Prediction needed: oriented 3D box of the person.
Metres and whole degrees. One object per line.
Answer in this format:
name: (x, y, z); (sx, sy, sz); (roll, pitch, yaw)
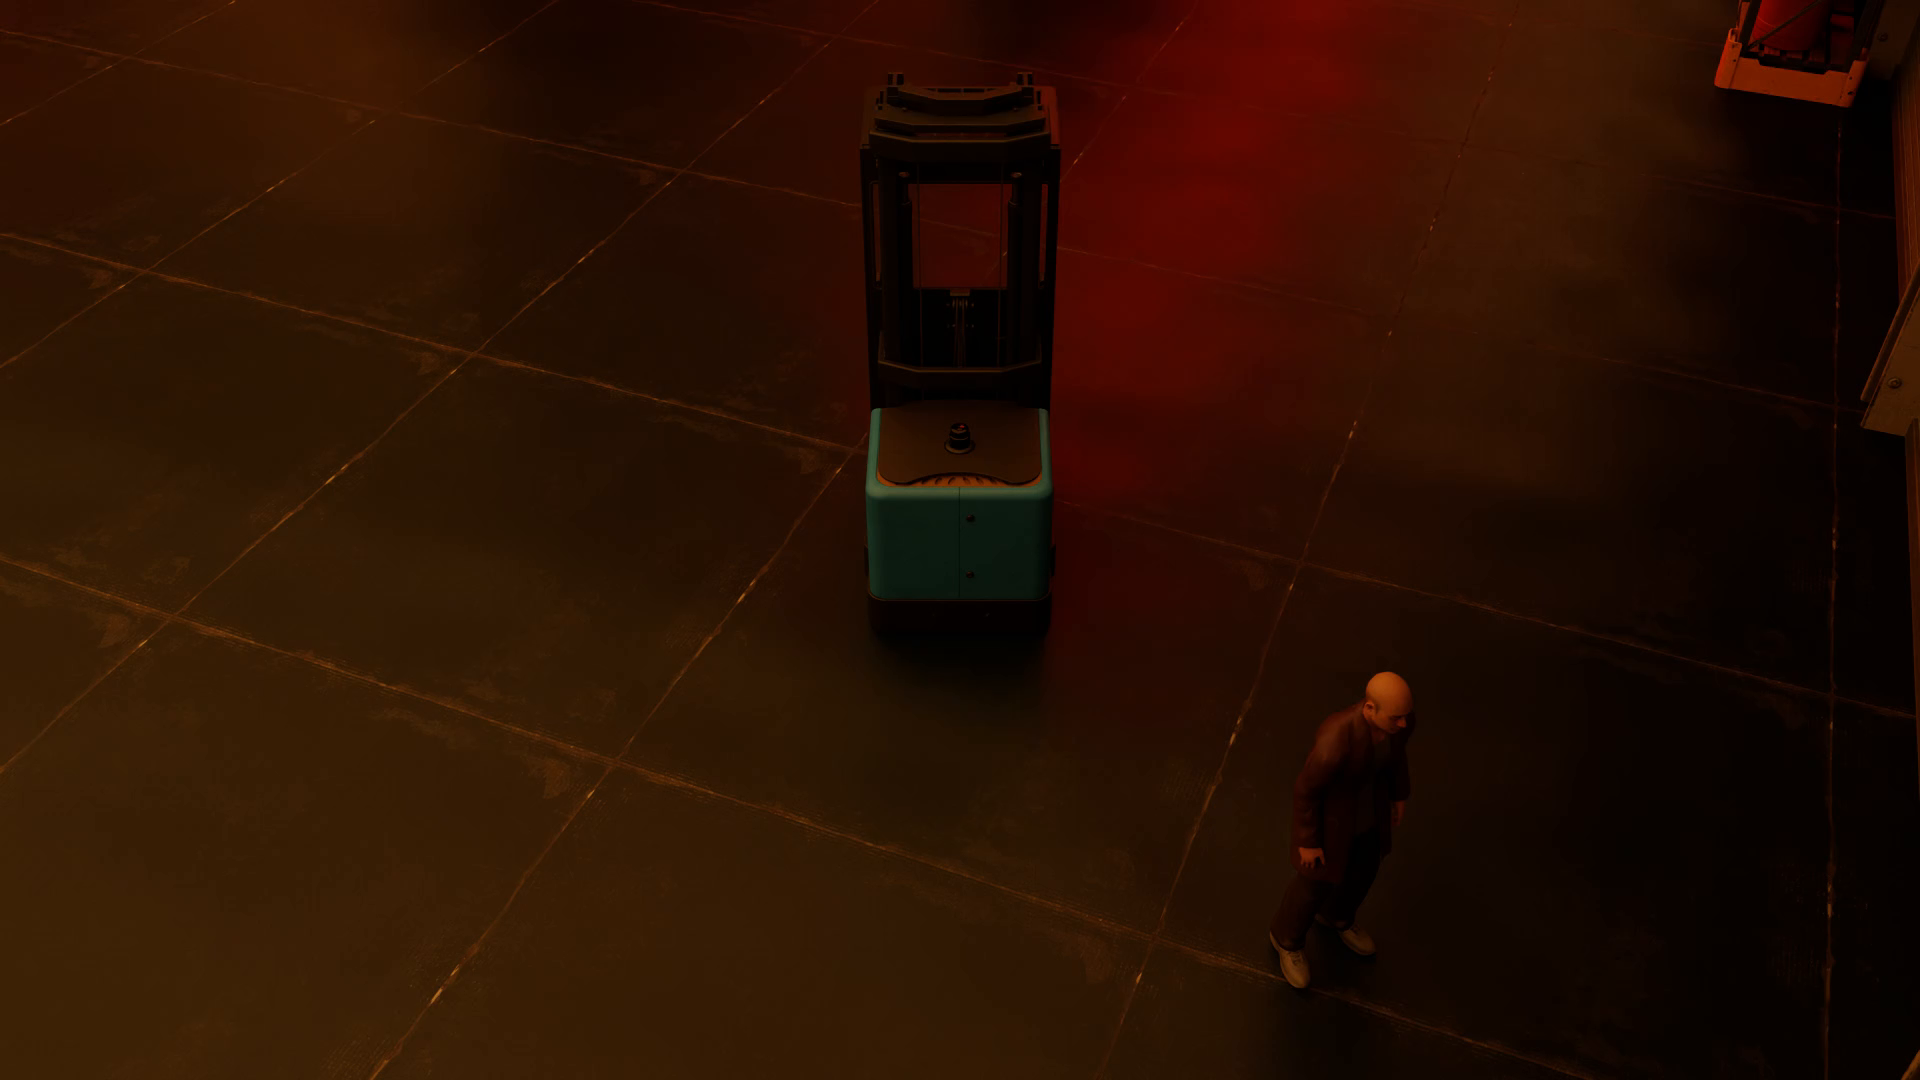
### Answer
person: (1.741, 1.237, 7.429); (0.655, 1.775, 0.426); (-21, 44, -23)

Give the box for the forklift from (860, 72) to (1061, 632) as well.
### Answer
forklift: (0.002, -1.515, 9.816); (1.130, 2.935, 3.031); (0, 40, 0)
